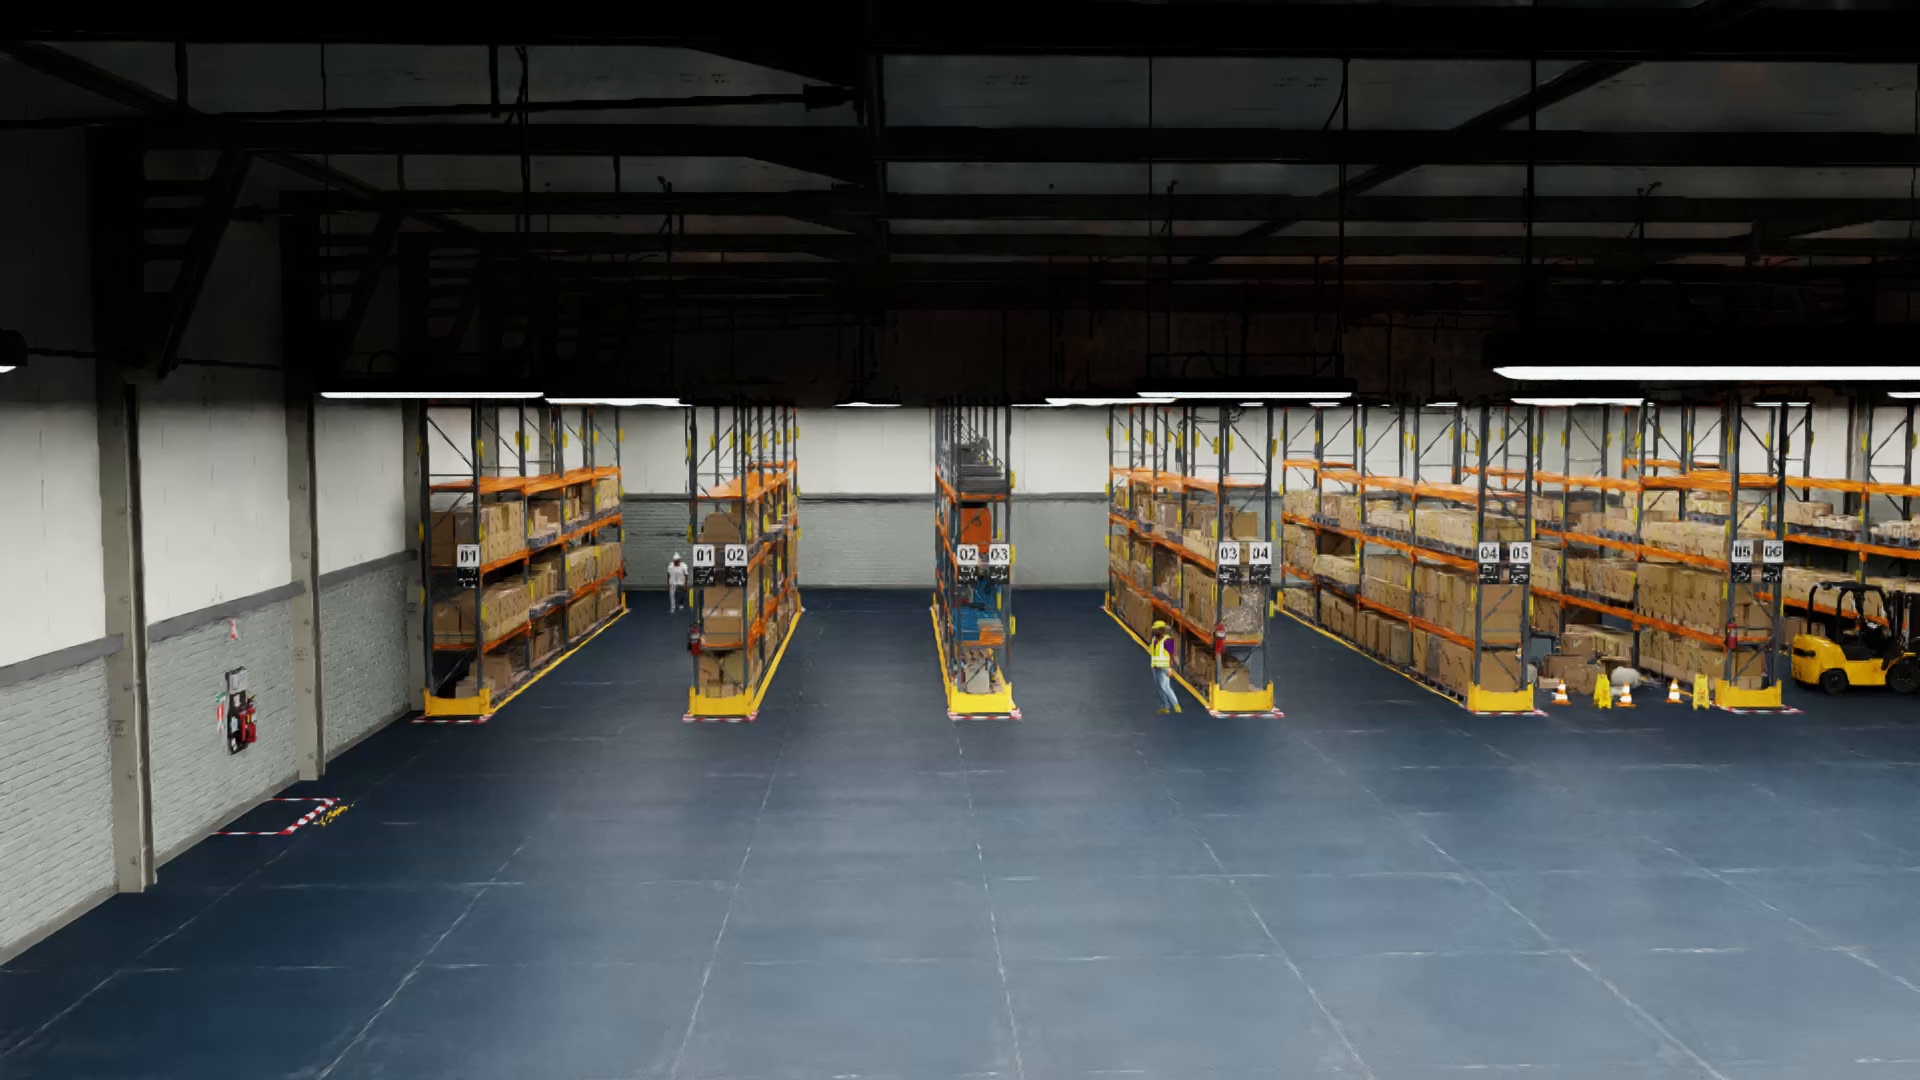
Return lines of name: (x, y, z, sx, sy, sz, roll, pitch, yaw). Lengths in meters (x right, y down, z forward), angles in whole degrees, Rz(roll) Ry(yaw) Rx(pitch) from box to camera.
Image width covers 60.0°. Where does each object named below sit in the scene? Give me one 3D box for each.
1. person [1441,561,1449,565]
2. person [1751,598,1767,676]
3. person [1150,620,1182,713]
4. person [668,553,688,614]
person: (12.562, 1.414, 43.243, 0.588, 1.784, 0.666, 2, 5, 21)
person: (17.077, 2.069, 35.662, 0.476, 1.675, 0.493, 2, 5, 28)
person: (3.842, 2.378, 31.201, 0.457, 1.760, 0.714, -3, 6, -35)
person: (-7.924, 1.197, 46.671, 0.575, 1.689, 1.129, 0, 5, -4)
